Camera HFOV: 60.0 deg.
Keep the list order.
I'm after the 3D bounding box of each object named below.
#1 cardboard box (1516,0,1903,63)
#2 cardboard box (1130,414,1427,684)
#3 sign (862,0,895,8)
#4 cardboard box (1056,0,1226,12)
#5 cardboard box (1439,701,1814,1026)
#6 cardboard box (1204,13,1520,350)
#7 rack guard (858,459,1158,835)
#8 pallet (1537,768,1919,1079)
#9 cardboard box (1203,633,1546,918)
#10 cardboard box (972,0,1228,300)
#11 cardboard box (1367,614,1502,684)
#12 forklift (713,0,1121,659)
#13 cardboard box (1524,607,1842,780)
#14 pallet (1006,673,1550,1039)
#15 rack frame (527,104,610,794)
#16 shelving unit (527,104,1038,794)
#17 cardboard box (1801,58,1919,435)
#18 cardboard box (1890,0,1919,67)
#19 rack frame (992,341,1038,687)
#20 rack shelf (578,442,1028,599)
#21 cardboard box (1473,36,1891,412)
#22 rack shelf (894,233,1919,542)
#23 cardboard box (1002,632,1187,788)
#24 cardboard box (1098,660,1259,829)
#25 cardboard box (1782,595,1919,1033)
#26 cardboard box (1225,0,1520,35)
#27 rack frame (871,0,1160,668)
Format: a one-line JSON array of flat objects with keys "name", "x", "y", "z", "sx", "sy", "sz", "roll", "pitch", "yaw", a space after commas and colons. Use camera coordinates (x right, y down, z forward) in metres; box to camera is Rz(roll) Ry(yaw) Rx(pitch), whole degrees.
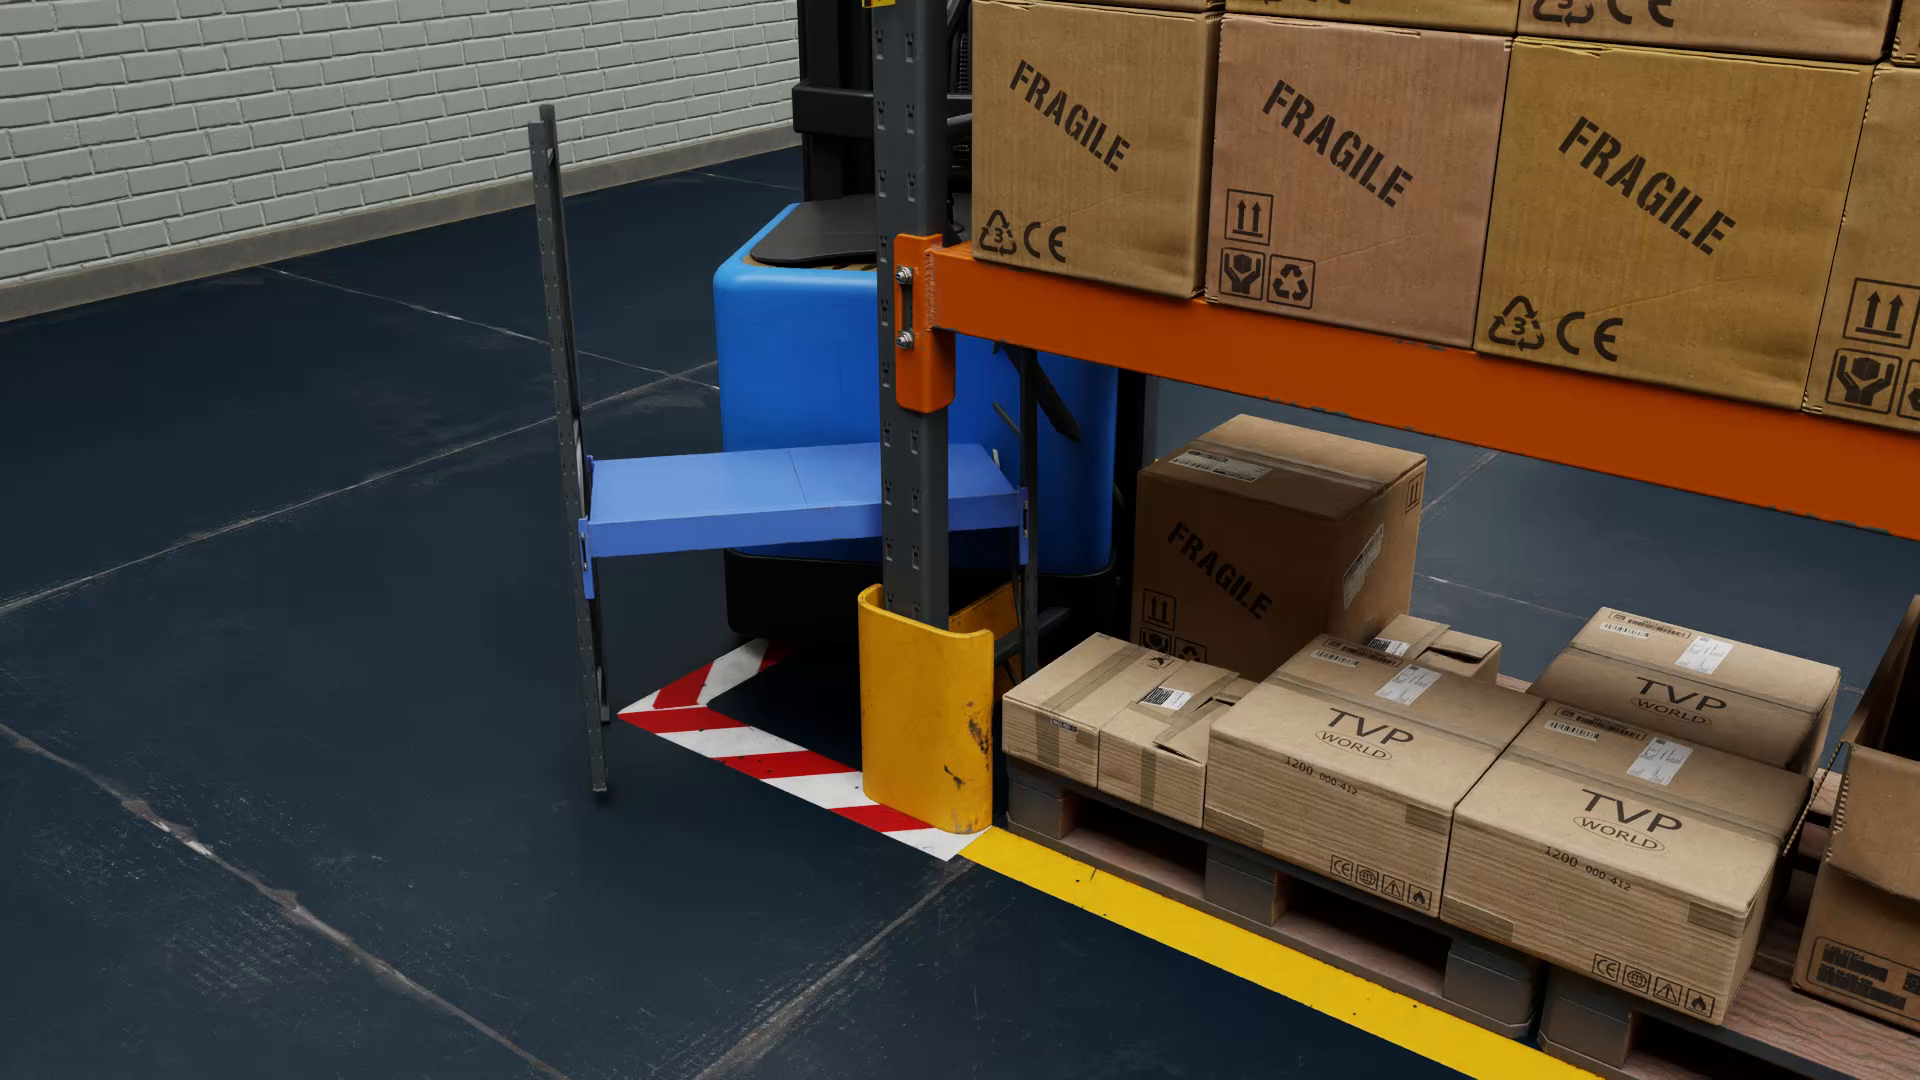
[{"name": "cardboard box", "x": 1.190, "y": -1.011, "z": 2.461, "sx": 0.500, "sy": 0.500, "sz": 0.500, "roll": 17, "pitch": 29, "yaw": 34}, {"name": "cardboard box", "x": 0.756, "y": 0.048, "z": 3.976, "sx": 0.500, "sy": 0.500, "sz": 0.500, "roll": 17, "pitch": 29, "yaw": 33}, {"name": "sign", "x": -0.153, "y": -1.168, "z": 3.107, "sx": 0.005, "sy": 0.325, "sz": 0.100, "roll": 17, "pitch": 29, "yaw": 33}, {"name": "cardboard box", "x": 0.370, "y": -1.258, "z": 3.020, "sx": 0.500, "sy": 0.500, "sz": 0.500, "roll": 18, "pitch": 29, "yaw": 35}, {"name": "cardboard box", "x": 1.238, "y": 0.575, "z": 3.089, "sx": 0.500, "sy": 0.250, "sz": 0.500, "roll": 17, "pitch": 29, "yaw": 33}, {"name": "cardboard box", "x": 0.786, "y": -0.677, "z": 2.943, "sx": 0.500, "sy": 0.500, "sz": 0.500, "roll": 16, "pitch": 29, "yaw": 33}, {"name": "rack guard", "x": 0.233, "y": 0.215, "z": 4.141, "sx": 0.348, "sy": 0.500, "sz": 1.175, "roll": 17, "pitch": 29, "yaw": 33}, {"name": "pallet", "x": 1.844, "y": 0.835, "z": 3.092, "sx": 1.213, "sy": 0.211, "sz": 1.003, "roll": 17, "pitch": 29, "yaw": 33}, {"name": "cardboard box", "x": 0.838, "y": 0.454, "z": 3.364, "sx": 0.500, "sy": 0.250, "sz": 0.500, "roll": 17, "pitch": 29, "yaw": 33}, {"name": "cardboard box", "x": 0.370, "y": -0.800, "z": 3.222, "sx": 0.500, "sy": 0.500, "sz": 0.500, "roll": 18, "pitch": 29, "yaw": 34}, {"name": "cardboard box", "x": 1.026, "y": 0.327, "z": 3.755, "sx": 0.250, "sy": 0.166, "sz": 0.380, "roll": 17, "pitch": 29, "yaw": 33}, {"name": "forklift", "x": 0.092, "y": -1.590, "z": 5.223, "sx": 1.130, "sy": 2.935, "sz": 3.031, "roll": 3, "pitch": 24, "yaw": 8}, {"name": "cardboard box", "x": 1.498, "y": 0.402, "z": 3.483, "sx": 0.500, "sy": 0.250, "sz": 0.500, "roll": 17, "pitch": 29, "yaw": 33}, {"name": "pallet", "x": 0.872, "y": 0.540, "z": 3.762, "sx": 1.213, "sy": 0.211, "sz": 1.003, "roll": 17, "pitch": 29, "yaw": 33}, {"name": "rack frame", "x": -0.885, "y": -0.207, "z": 3.809, "sx": 0.032, "sy": 1.500, "sz": 0.500, "roll": -4, "pitch": 19, "yaw": -10}, {"name": "shelving unit", "x": -0.385, "y": -0.245, "z": 3.894, "sx": 1.048, "sy": 1.500, "sz": 0.538, "roll": -4, "pitch": 19, "yaw": -10}, {"name": "cardboard box", "x": 1.585, "y": -0.433, "z": 2.389, "sx": 0.500, "sy": 0.500, "sz": 0.500, "roll": 17, "pitch": 29, "yaw": 34}, {"name": "cardboard box", "x": 1.597, "y": -0.889, "z": 2.183, "sx": 0.500, "sy": 0.500, "sz": 0.500, "roll": 17, "pitch": 29, "yaw": 33}, {"name": "rack frame", "x": 0.114, "y": -0.283, "z": 3.980, "sx": 0.032, "sy": 1.500, "sz": 0.500, "roll": -4, "pitch": 19, "yaw": -10}, {"name": "rack shelf", "x": -0.382, "y": -0.075, "z": 3.953, "sx": 1.000, "sy": 0.185, "sz": 0.538, "roll": -4, "pitch": 19, "yaw": -10}, {"name": "cardboard box", "x": 1.186, "y": -0.555, "z": 2.665, "sx": 0.500, "sy": 0.500, "sz": 0.500, "roll": 17, "pitch": 29, "yaw": 33}, {"name": "rack shelf", "x": 1.773, "y": -0.134, "z": 2.726, "sx": 4.000, "sy": 0.370, "sz": 1.077, "roll": 17, "pitch": 29, "yaw": 33}, {"name": "cardboard box", "x": 0.302, "y": 0.369, "z": 3.683, "sx": 0.250, "sy": 0.149, "sz": 0.380, "roll": 17, "pitch": 29, "yaw": 33}, {"name": "cardboard box", "x": 0.502, "y": 0.421, "z": 3.543, "sx": 0.250, "sy": 0.166, "sz": 0.380, "roll": 17, "pitch": 29, "yaw": 33}, {"name": "cardboard box", "x": 1.867, "y": 0.509, "z": 2.925, "sx": 0.637, "sy": 0.503, "sz": 0.797, "roll": 17, "pitch": 29, "yaw": 33}, {"name": "cardboard box", "x": 0.793, "y": -1.134, "z": 2.739, "sx": 0.500, "sy": 0.500, "sz": 0.500, "roll": 17, "pitch": 29, "yaw": 34}, {"name": "rack frame", "x": 0.173, "y": -0.947, "z": 3.679, "sx": 0.127, "sy": 3.000, "sz": 1.000, "roll": 17, "pitch": 29, "yaw": 33}]
